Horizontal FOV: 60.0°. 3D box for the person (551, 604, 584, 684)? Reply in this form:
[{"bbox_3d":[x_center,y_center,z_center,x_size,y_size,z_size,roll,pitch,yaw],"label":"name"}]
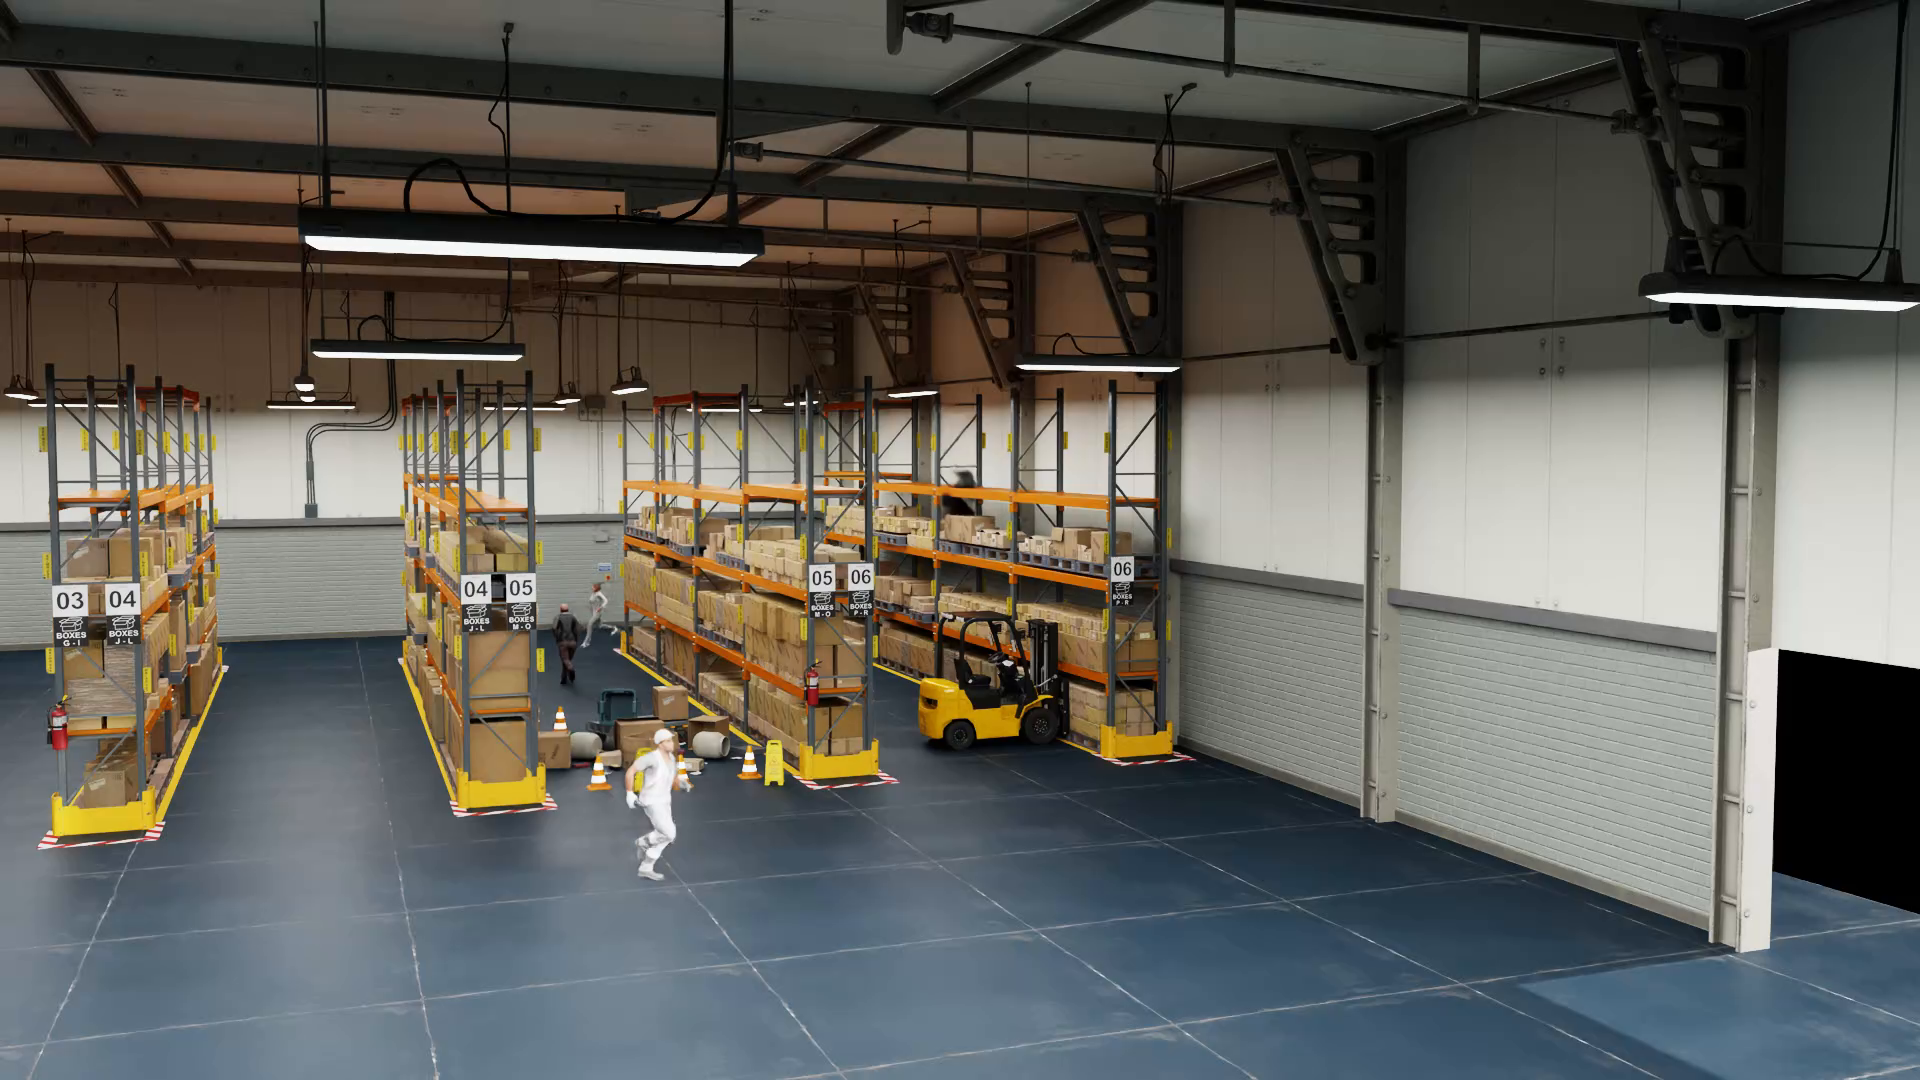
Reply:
[{"bbox_3d":[-8.051,2.185,34.199,0.664,1.707,0.930,-2,4,-26],"label":"person"}]

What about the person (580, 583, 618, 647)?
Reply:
[{"bbox_3d":[-8.916,1.844,41.008,0.983,1.573,0.517,-2,4,-28],"label":"person"}]

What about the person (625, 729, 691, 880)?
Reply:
[{"bbox_3d":[-3.417,3.028,19.023,0.656,1.728,0.709,1,4,24],"label":"person"}]
